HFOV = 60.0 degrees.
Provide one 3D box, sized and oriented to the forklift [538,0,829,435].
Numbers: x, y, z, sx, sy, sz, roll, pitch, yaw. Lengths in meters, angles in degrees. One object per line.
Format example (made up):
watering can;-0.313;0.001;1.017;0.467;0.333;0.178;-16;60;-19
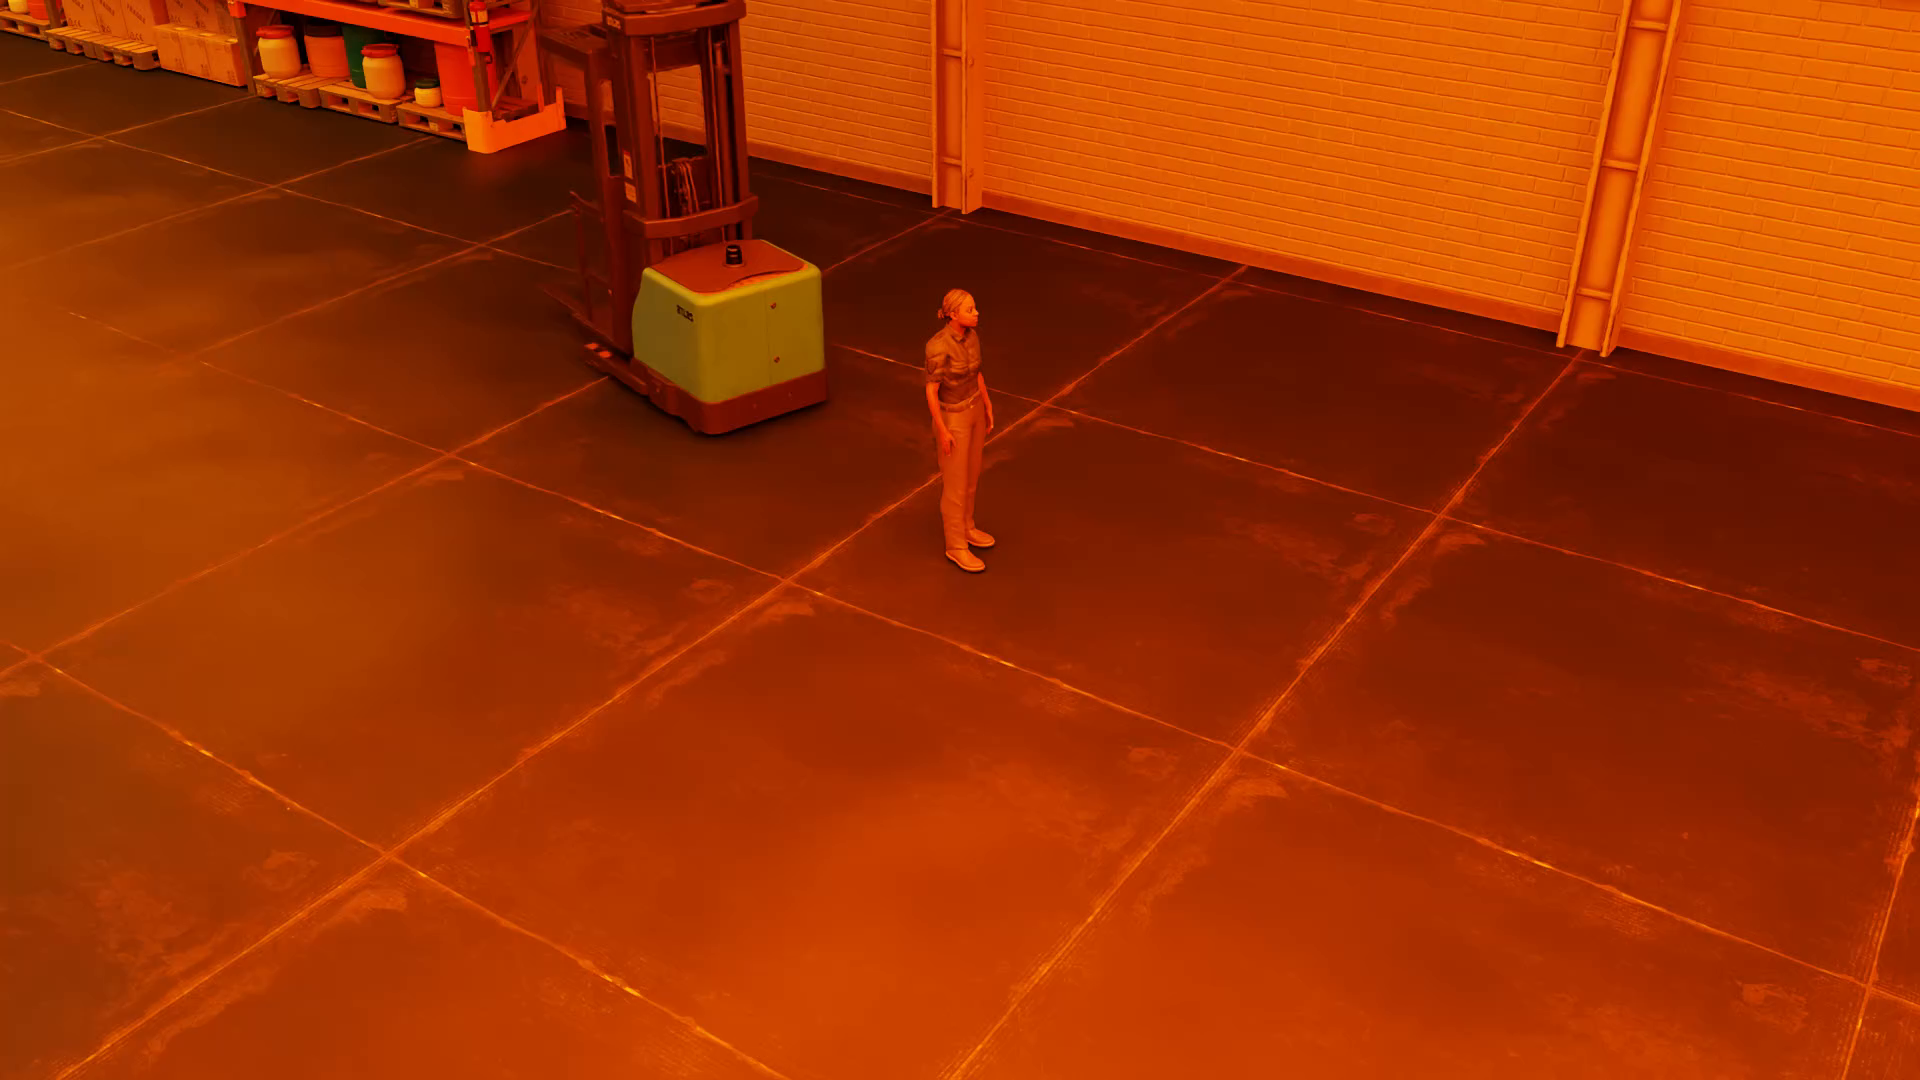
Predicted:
forklift;-2.269;-2.679;12.195;1.130;2.935;3.031;-22;37;-32

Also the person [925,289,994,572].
person;0.061;-0.689;10.024;0.504;1.654;0.569;19;35;29
